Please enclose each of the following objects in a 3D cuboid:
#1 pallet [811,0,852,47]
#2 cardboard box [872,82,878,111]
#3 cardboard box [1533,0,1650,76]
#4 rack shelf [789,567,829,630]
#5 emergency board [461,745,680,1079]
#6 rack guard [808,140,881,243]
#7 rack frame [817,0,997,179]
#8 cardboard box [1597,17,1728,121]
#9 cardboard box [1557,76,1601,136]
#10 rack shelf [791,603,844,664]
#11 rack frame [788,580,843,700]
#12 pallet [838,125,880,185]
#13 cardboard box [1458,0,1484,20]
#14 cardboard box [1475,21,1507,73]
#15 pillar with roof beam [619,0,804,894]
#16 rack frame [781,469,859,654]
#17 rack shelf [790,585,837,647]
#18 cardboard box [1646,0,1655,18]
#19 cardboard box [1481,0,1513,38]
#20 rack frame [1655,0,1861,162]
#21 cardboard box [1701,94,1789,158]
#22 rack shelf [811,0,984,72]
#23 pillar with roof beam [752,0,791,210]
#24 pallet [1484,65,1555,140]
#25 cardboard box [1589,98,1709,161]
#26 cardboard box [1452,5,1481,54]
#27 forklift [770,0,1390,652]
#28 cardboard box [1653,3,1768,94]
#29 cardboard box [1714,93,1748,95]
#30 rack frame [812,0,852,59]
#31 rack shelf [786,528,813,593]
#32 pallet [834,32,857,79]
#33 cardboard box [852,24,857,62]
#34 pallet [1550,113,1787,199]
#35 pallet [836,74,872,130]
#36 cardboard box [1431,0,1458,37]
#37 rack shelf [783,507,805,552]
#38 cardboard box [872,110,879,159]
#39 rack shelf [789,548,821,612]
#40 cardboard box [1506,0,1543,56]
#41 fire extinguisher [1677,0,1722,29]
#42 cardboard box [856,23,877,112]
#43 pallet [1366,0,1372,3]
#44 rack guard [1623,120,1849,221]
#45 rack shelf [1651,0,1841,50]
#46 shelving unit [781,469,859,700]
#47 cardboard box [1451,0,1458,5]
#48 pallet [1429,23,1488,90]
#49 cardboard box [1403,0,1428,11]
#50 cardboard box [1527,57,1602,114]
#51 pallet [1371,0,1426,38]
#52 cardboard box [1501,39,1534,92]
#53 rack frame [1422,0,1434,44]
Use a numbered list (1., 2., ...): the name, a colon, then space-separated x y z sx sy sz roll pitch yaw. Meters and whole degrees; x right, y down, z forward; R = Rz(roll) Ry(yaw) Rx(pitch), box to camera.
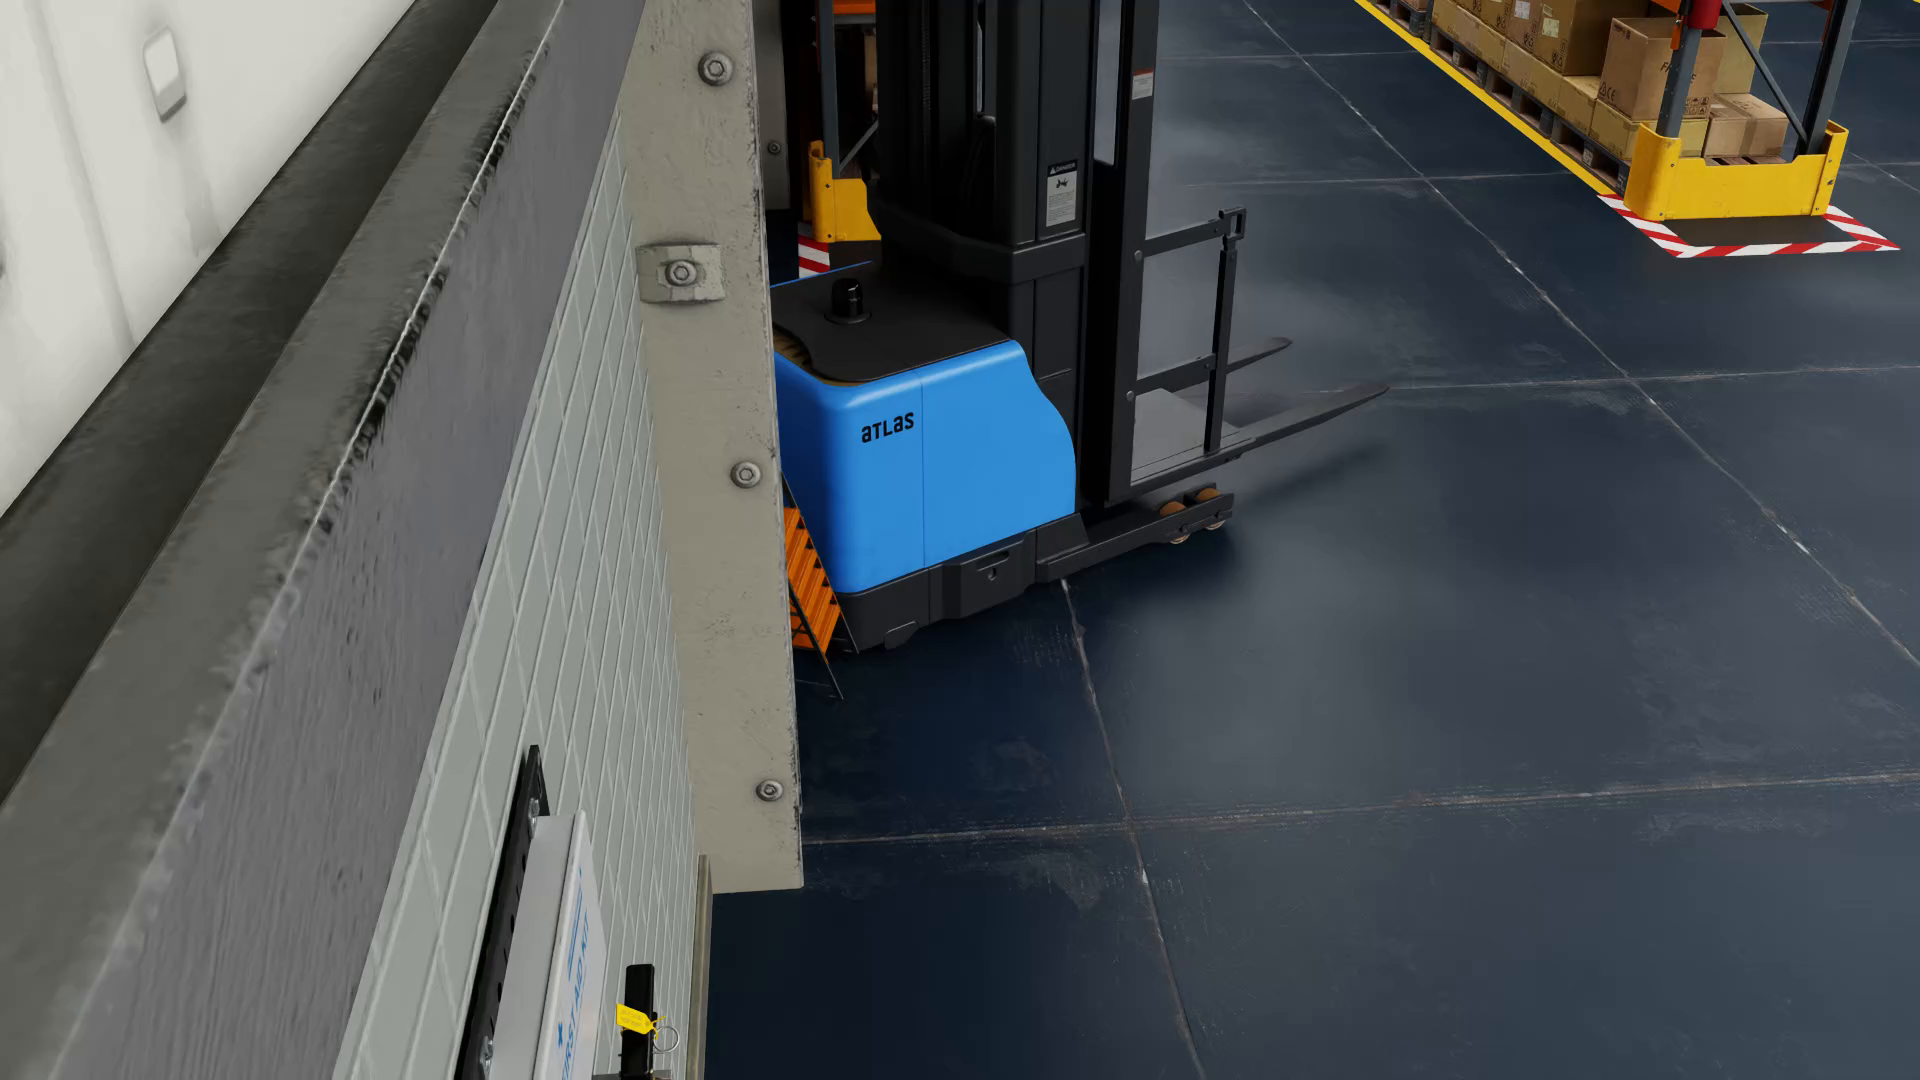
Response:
1. pallet: -0.725 -4.327 13.788 1.003 0.211 1.213 -3 31 -5
2. cardboard box: -0.305 -2.767 10.651 0.500 0.311 0.500 0 31 0
3. cardboard box: 4.200 -3.414 11.082 0.500 0.500 0.500 -3 31 -5
4. rack shelf: -0.579 0.170 5.422 0.258 0.103 0.180 9 60 15
5. emergency board: -0.450 0.927 2.273 0.194 1.169 0.643 -3 31 -5
6. rack guard: -0.284 -2.050 9.694 1.175 0.500 0.348 -3 31 -5
7. rack frame: -0.277 -3.084 8.988 1.000 3.000 0.127 -3 31 -5
8. cardboard box: 4.308 -2.905 10.228 0.500 0.500 0.500 -3 31 -5
9. cardboard box: 4.252 -2.837 10.847 0.500 0.250 0.500 -3 31 -5
10. rack shelf: -0.544 0.296 5.624 0.258 0.103 0.180 9 60 15
11. rack frame: -0.610 0.223 5.342 0.240 1.200 0.006 9 60 15
12. pallet: -0.325 -2.342 10.465 1.003 0.211 1.213 -3 31 -5
13. cardboard box: 4.067 -4.181 12.364 0.500 0.500 0.500 -3 31 -5
14. cardboard box: 4.106 -3.603 12.129 0.500 0.250 0.500 -3 31 -5
15. pillar with roof beam: 3.643 -3.118 3.195 9.100 9.000 0.400 -3 31 -5
16. rack frame: -0.561 0.070 5.429 0.240 1.200 0.006 9 60 15
17. rack shelf: -0.562 0.233 5.523 0.258 0.103 0.180 9 60 15
18. cardboard box: 4.718 -3.439 11.123 0.500 0.500 0.500 -3 31 -5
19. cardboard box: 4.106 -3.925 11.936 0.500 0.500 0.500 -3 31 -5
20. rack frame: 4.655 -3.323 9.389 1.000 3.000 0.127 -3 31 -5
21. cardboard box: 4.826 -2.608 10.462 0.500 0.250 0.500 -3 31 -5
22. rack shelf: -0.464 -3.796 10.882 1.077 0.370 4.000 -3 31 -5
23. pillar with roof beam: 3.082 -6.182 8.324 9.100 9.000 0.400 -3 31 -5
24. pallet: 4.431 -3.136 11.794 1.003 0.211 1.213 -3 31 -5
25. cardboard box: 4.310 -2.583 10.421 0.500 0.250 0.500 -3 31 -5
26. cardboard box: 4.064 -3.859 12.557 0.500 0.250 0.500 -3 31 -5
27. forklift: 0.507 -1.444 6.309 3.031 2.935 1.130 -20 36 -30
28. cardboard box: 4.777 -3.185 10.697 0.500 0.500 0.500 -3 31 -5
29. cardboard box: 4.776 -2.863 10.889 0.500 0.250 0.500 -3 31 -5
30. rack frame: -0.651 -5.126 12.407 1.000 3.000 0.127 -3 31 -5
31. rack shelf: -0.614 0.044 5.221 0.258 0.103 0.180 9 60 15
32. pallet: -0.553 -3.588 12.551 1.003 0.211 1.213 -3 31 -5
33. cardboard box: -0.514 -3.714 12.051 0.500 0.500 0.500 -5 31 -8
34. pallet: 4.541 -2.515 10.754 1.003 0.211 1.213 -3 31 -5
35. pallet: -0.436 -2.964 11.506 1.003 0.211 1.213 -3 31 -5
36. cardboard box: 4.022 -4.114 12.984 0.500 0.250 0.500 -3 31 -5
37. rack shelf: -0.631 -0.019 5.120 0.258 0.103 0.180 9 60 15
38. cardboard box: -0.252 -2.476 10.163 0.500 0.311 0.500 -6 31 -10
39. rack shelf: -0.596 0.107 5.322 0.258 0.103 0.180 9 60 15
40. cardboard box: 4.155 -3.670 11.509 0.500 0.500 0.500 -3 31 -5
41. fire extinguisher: 4.203 -3.207 9.270 0.296 0.674 0.183 -3 31 -5
42. cardboard box: -0.324 -3.225 11.233 0.700 0.500 0.500 -5 31 -8
43. pallet: 4.056 -5.167 15.194 1.003 0.211 1.213 -3 31 -5
44. rack guard: 4.657 -2.238 10.009 1.175 0.500 0.348 -3 31 -5
45. rack shelf: 4.468 -4.036 11.283 1.077 0.370 4.000 -3 31 -5
46. shelving unit: -0.585 0.147 5.385 0.258 1.200 0.189 9 60 15
47. cardboard box: 4.012 -4.435 12.791 0.500 0.500 0.500 -3 31 -5
48. pallet: 4.313 -3.760 12.840 1.003 0.211 1.213 -3 31 -5
49. cardboard box: 3.953 -4.563 13.736 0.500 0.250 0.500 -3 31 -5
50. cardboard box: 4.203 -3.093 11.274 0.500 0.250 0.500 -3 31 -5
51. pallet: 4.173 -4.543 14.149 1.003 0.211 1.213 -3 31 -5
52. cardboard box: 4.158 -3.348 11.702 0.500 0.250 0.500 -3 31 -5
53. rack frame: 4.281 -5.365 12.808 1.000 3.000 0.127 -3 31 -5
